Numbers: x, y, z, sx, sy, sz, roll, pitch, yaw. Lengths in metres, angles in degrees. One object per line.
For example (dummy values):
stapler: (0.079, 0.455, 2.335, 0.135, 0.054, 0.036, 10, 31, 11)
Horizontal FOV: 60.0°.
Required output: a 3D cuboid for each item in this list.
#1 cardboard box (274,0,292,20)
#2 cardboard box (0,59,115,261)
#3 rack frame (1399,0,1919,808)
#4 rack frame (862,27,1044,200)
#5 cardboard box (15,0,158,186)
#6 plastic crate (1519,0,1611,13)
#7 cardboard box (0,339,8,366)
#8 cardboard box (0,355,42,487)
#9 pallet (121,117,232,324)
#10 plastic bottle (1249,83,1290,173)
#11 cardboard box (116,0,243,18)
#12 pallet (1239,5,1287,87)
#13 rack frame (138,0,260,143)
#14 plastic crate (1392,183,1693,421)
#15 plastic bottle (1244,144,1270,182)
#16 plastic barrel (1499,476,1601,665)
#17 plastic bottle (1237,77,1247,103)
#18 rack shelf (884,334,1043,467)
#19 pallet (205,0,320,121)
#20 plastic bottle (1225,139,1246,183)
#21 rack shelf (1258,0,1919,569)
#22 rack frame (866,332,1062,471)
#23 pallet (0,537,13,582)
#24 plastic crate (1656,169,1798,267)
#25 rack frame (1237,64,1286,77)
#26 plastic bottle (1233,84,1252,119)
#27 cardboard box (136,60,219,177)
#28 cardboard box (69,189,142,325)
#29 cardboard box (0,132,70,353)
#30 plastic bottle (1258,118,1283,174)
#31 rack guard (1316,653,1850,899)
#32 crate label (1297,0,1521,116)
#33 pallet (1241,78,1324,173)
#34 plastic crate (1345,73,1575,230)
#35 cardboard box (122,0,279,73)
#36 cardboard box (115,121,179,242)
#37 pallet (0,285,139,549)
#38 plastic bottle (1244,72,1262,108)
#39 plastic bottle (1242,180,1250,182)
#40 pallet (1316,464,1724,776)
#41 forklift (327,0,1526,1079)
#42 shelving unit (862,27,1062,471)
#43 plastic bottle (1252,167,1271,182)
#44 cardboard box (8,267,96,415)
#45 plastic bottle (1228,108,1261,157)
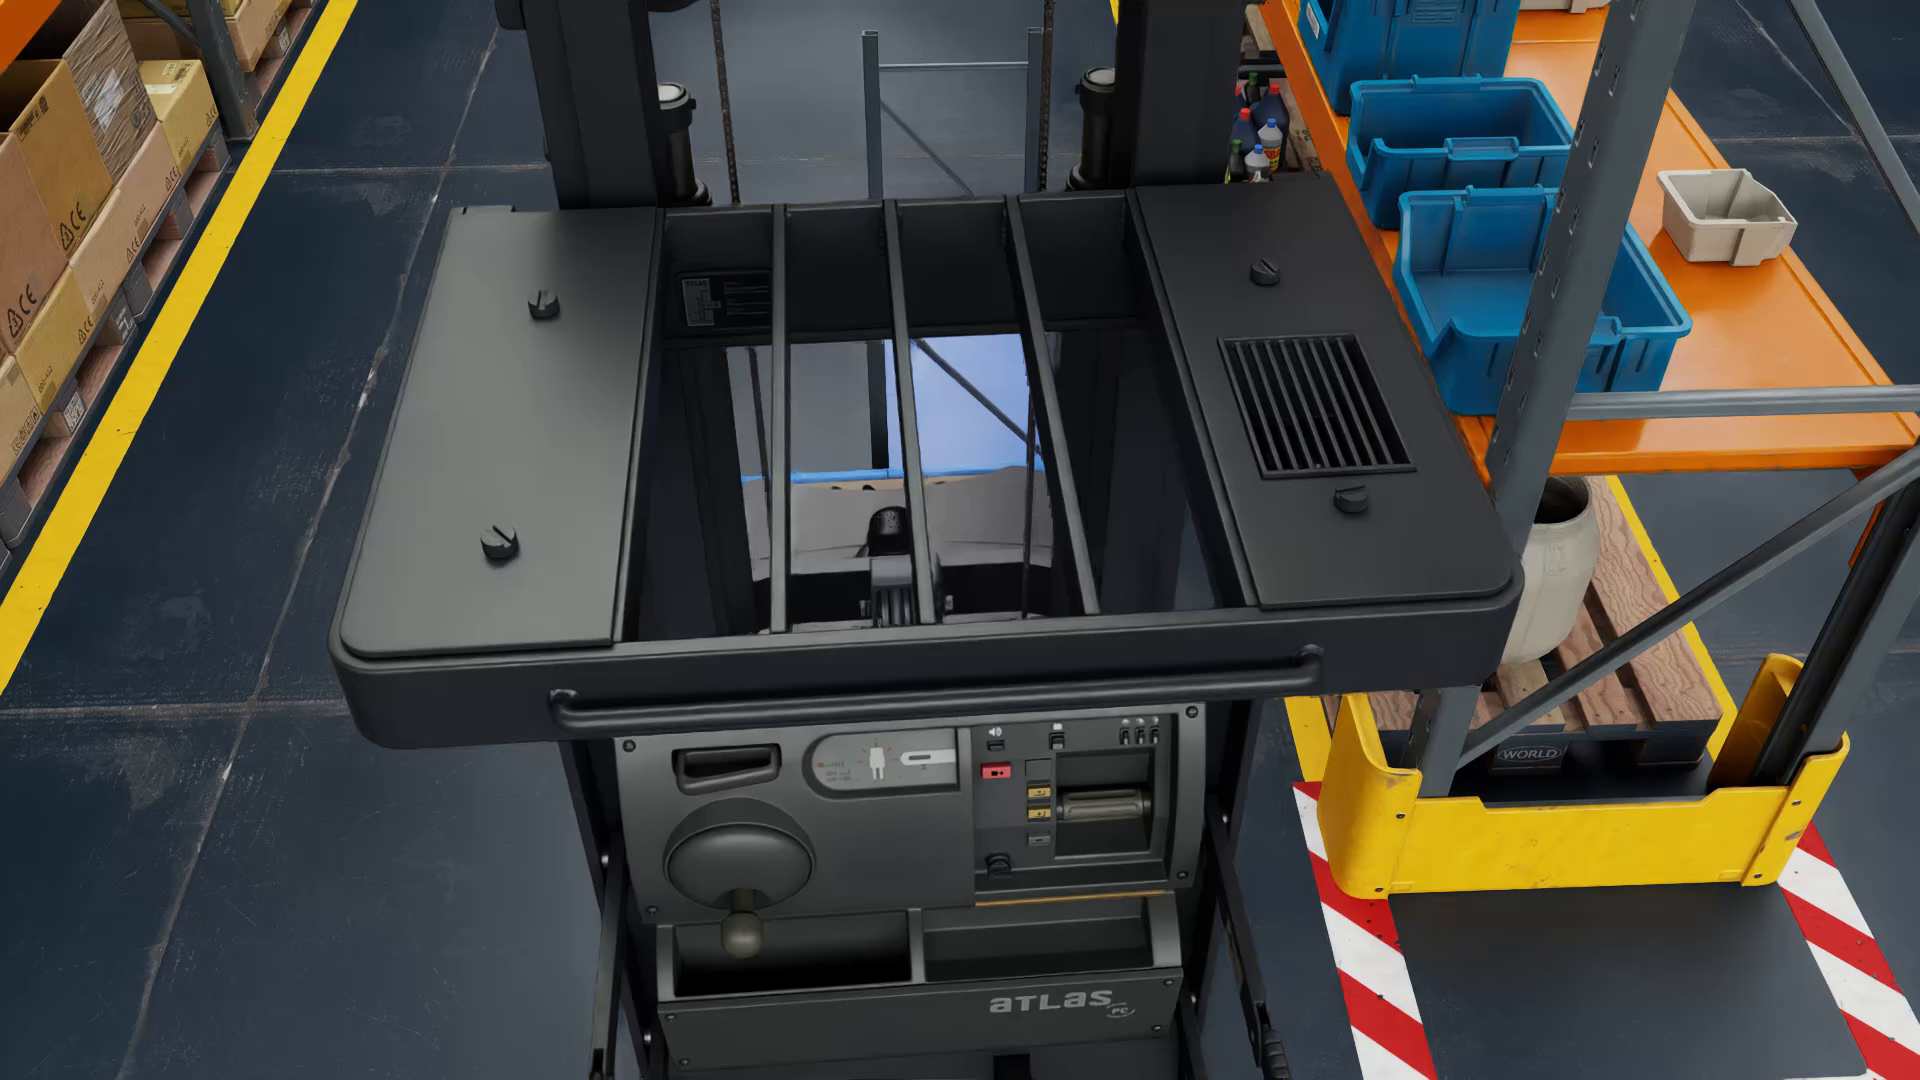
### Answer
cardboard box: (-3.315, -2.596, 7.586, 0.500, 0.250, 0.500, -1, 43, -1)
cardboard box: (-3.252, -1.266, 5.580, 0.500, 0.500, 0.500, -2, 43, -2)
rack frame: (1.594, -0.270, 3.324, 1.000, 3.000, 0.127, -2, 43, -2)
rack frame: (-0.018, -0.838, 5.055, 0.500, 1.500, 0.032, -2, 43, -2)
cardboard box: (-3.277, -1.603, 5.948, 0.500, 0.500, 0.500, -2, 43, -2)
plastic crate: (1.746, -1.784, 5.171, 0.530, 0.136, 0.437, -2, 43, -2)
cardboard box: (-3.213, -0.591, 4.844, 0.500, 0.500, 0.500, -2, 43, -2)
cardboard box: (-3.201, -0.315, 5.097, 0.500, 0.250, 0.500, -2, 43, -2)
pallet: (-3.533, -1.264, 6.473, 1.003, 0.211, 1.213, -2, 43, -2)
plastic bottle: (1.188, -1.603, 6.414, 0.144, 0.351, 0.185, -2, 43, -2)
cardboard box: (-3.293, -2.464, 7.028, 0.500, 0.311, 0.500, -2, 43, -2)
pallet: (1.352, -2.471, 7.790, 1.003, 0.211, 1.213, -2, 43, -2)
rack frame: (-3.525, -2.830, 6.118, 1.000, 3.000, 0.127, -2, 43, -2)
plastic crate: (1.274, -0.544, 3.734, 0.499, 0.251, 0.616, -2, 43, -2)
plastic bottle: (1.096, -1.344, 6.190, 0.097, 0.271, 0.097, 0, 43, 0)
plastic barrel: (1.490, 0.051, 4.505, 0.421, 0.512, 0.421, 0, 43, 0)
plastic bottle: (1.041, -1.683, 6.556, 0.152, 0.276, 0.135, 0, 43, 0)
rack shelf: (0.004, -0.363, 4.802, 0.538, 0.185, 1.000, -2, 43, -2)
pallet: (-3.595, -2.299, 7.601, 1.003, 0.211, 1.213, -2, 43, -2)
plastic bottle: (1.017, -1.334, 6.170, 0.061, 0.283, 0.133, 0, 43, 0)
rack shelf: (1.509, -1.355, 5.040, 1.077, 0.370, 4.000, -2, 43, -2)
rack frame: (0.025, -0.152, 4.306, 0.500, 1.500, 0.032, -2, 43, -2)
pallet: (-3.429, 0.383, 4.676, 1.003, 0.211, 1.213, -2, 43, -2)
plastic crate: (1.878, -0.786, 4.082, 0.298, 0.136, 0.250, -2, 43, -2)
rack frame: (1.424, -2.970, 6.270, 1.000, 3.000, 0.127, -2, 43, -2)
plastic bottle: (1.044, -1.599, 6.409, 0.144, 0.351, 0.185, -1, 43, -1)
cardboard box: (-3.287, -1.665, 6.570, 0.500, 0.250, 0.500, -2, 43, -2)
cardboard box: (-3.239, -0.990, 5.834, 0.500, 0.250, 0.500, -2, 43, -2)
cardboard box: (-3.216, -0.929, 5.212, 0.500, 0.500, 0.500, -2, 43, -2)
plastic bottle: (1.171, -1.475, 6.333, 0.097, 0.271, 0.097, 0, 43, 0)
rack guard: (1.544, 0.602, 4.223, 1.175, 0.500, 0.348, -2, 43, -2)
crate label: (1.246, -1.517, 4.659, 0.502, 0.435, 0.616, -2, 43, -2)
pallet: (1.411, -1.487, 6.716, 1.003, 0.211, 1.213, -2, 43, -2)
plastic crate: (1.252, -0.983, 4.212, 0.499, 0.251, 0.408, -2, 43, -2)
cardboard box: (-3.294, -2.251, 7.210, 0.500, 0.250, 0.500, -3, 43, -3)
cardboard box: (-3.275, -1.327, 6.202, 0.500, 0.250, 0.500, -2, 43, -2)
pallet: (-3.478, -0.439, 5.572, 1.003, 0.211, 1.213, -2, 43, -2)
plastic bottle: (1.147, -1.689, 6.557, 0.061, 0.283, 0.133, -2, 43, -2)
plastic bottle: (1.041, -1.225, 6.111, 0.097, 0.201, 0.097, 0, 43, 0)
pallet: (1.515, 0.160, 4.919, 1.003, 0.211, 1.213, -2, 43, -2)
forklift: (-0.052, 0.532, 2.500, 1.130, 2.935, 3.031, -3, 43, -3)
shelving unit: (0.004, -0.495, 4.680, 0.538, 1.500, 1.048, -2, 43, -2)
plastic bottle: (1.070, -1.184, 5.957, 0.144, 0.351, 0.185, -2, 43, -2)
cardboard box: (-3.217, -0.652, 5.466, 0.500, 0.250, 0.500, -2, 43, -2)
plastic bottle: (1.052, -1.471, 6.270, 0.144, 0.351, 0.185, -3, 43, -4)
